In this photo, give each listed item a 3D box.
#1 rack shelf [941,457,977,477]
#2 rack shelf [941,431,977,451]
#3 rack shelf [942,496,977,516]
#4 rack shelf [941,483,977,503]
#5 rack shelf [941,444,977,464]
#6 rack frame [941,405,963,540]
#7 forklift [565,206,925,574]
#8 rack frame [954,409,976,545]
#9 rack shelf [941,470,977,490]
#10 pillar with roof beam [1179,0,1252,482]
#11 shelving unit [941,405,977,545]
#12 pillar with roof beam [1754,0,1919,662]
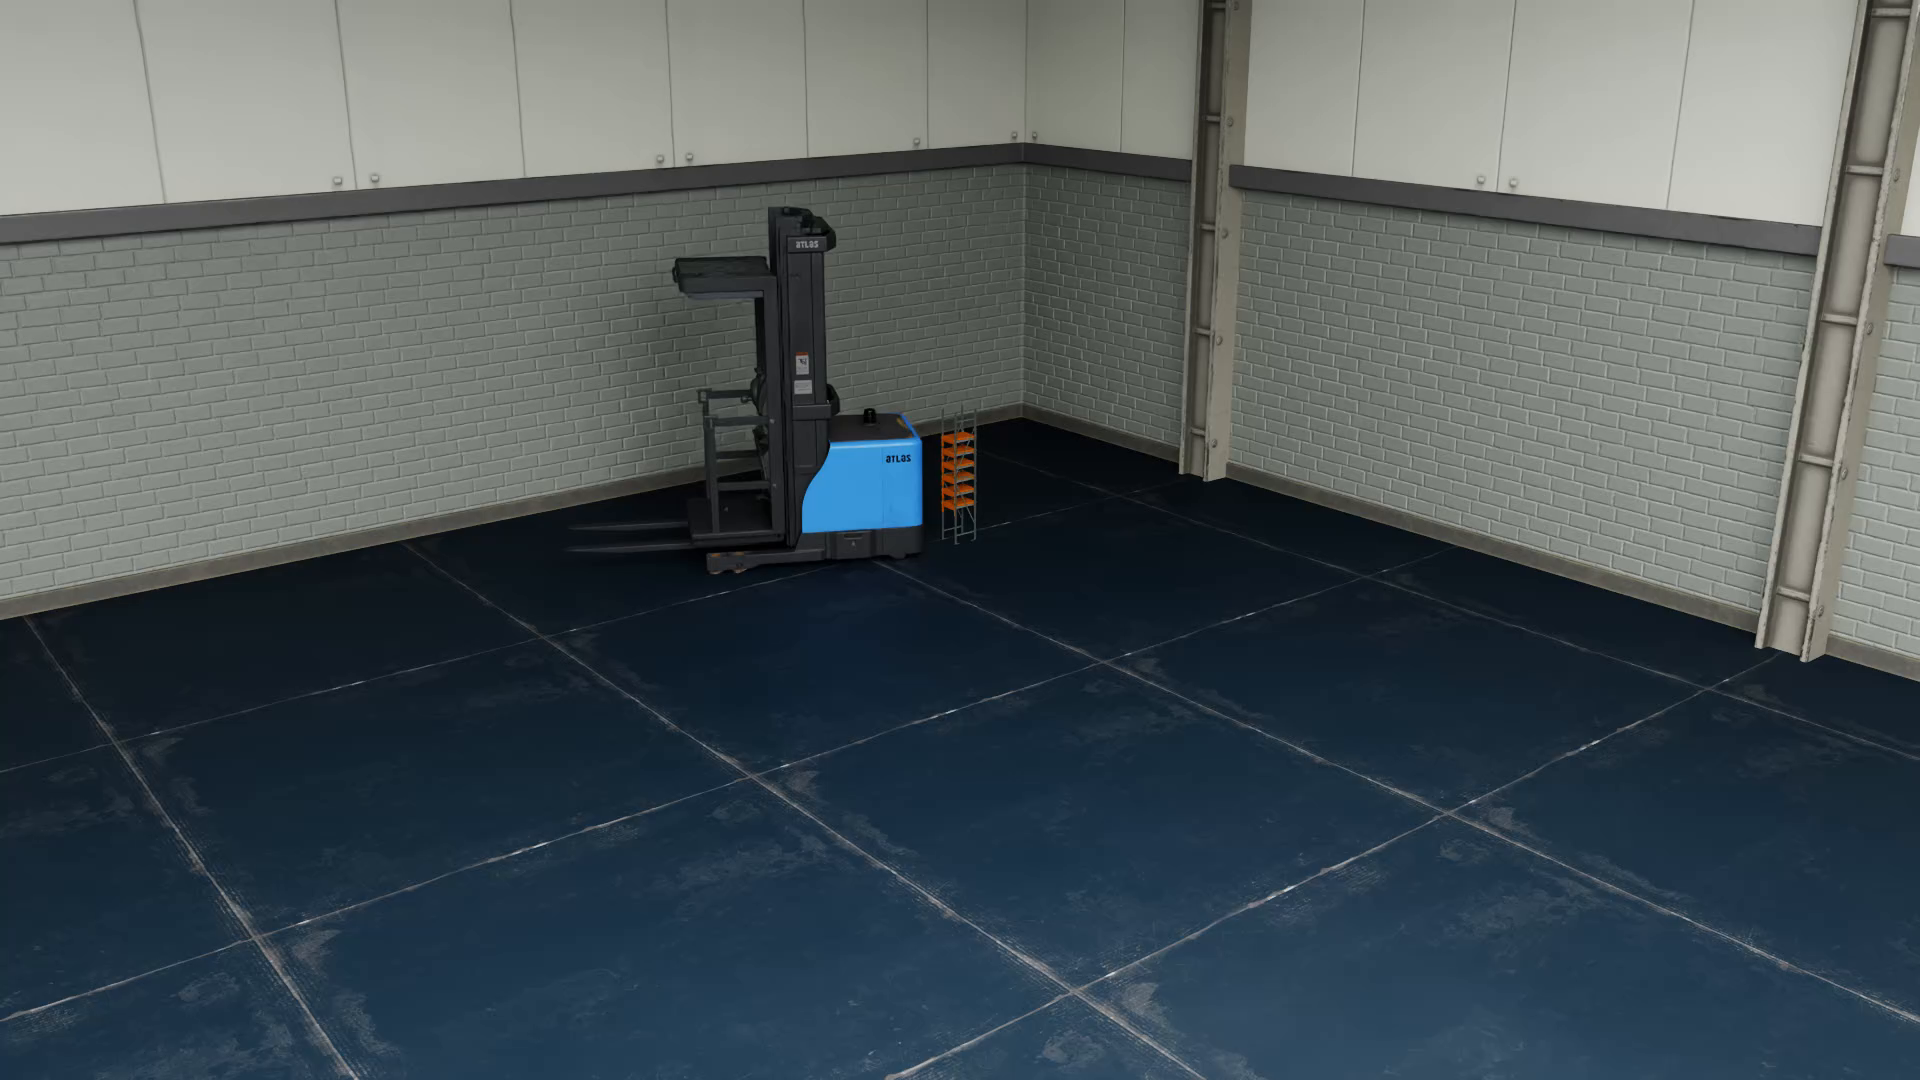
[{"bbox_3d":[-0.009,-0.645,14.661,0.258,0.103,0.180,-14,23,-36],"label":"rack shelf"},{"bbox_3d":[-0.009,-0.873,14.585,0.258,0.103,0.180,-14,23,-36],"label":"rack shelf"},{"bbox_3d":[-0.009,-0.303,14.774,0.258,0.103,0.180,-14,23,-36],"label":"rack shelf"},{"bbox_3d":[-0.009,-0.417,14.736,0.258,0.103,0.180,-14,23,-36],"label":"rack shelf"},{"bbox_3d":[-0.009,-0.759,14.623,0.258,0.103,0.180,-14,23,-36],"label":"rack shelf"},{"bbox_3d":[-0.066,-0.596,14.753,0.240,1.200,0.006,-14,23,-36],"label":"rack frame"},{"bbox_3d":[-1.876,-1.286,14.083,3.031,2.935,1.130,-4,19,-11],"label":"forklift"},{"bbox_3d":[0.048,-0.551,14.617,0.240,1.200,0.006,-14,23,-36],"label":"rack frame"},{"bbox_3d":[-0.009,-0.531,14.699,0.258,0.103,0.180,-14,23,-36],"label":"rack shelf"},{"bbox_3d":[-0.912,-4.093,12.907,9.100,9.000,0.400,-14,23,-36],"label":"pillar with roof beam"},{"bbox_3d":[-0.009,-0.573,14.685,0.258,1.200,0.189,-14,23,-36],"label":"shelving unit"},{"bbox_3d":[2.814,-2.614,8.443,9.100,9.000,0.400,-14,23,-36],"label":"pillar with roof beam"}]
